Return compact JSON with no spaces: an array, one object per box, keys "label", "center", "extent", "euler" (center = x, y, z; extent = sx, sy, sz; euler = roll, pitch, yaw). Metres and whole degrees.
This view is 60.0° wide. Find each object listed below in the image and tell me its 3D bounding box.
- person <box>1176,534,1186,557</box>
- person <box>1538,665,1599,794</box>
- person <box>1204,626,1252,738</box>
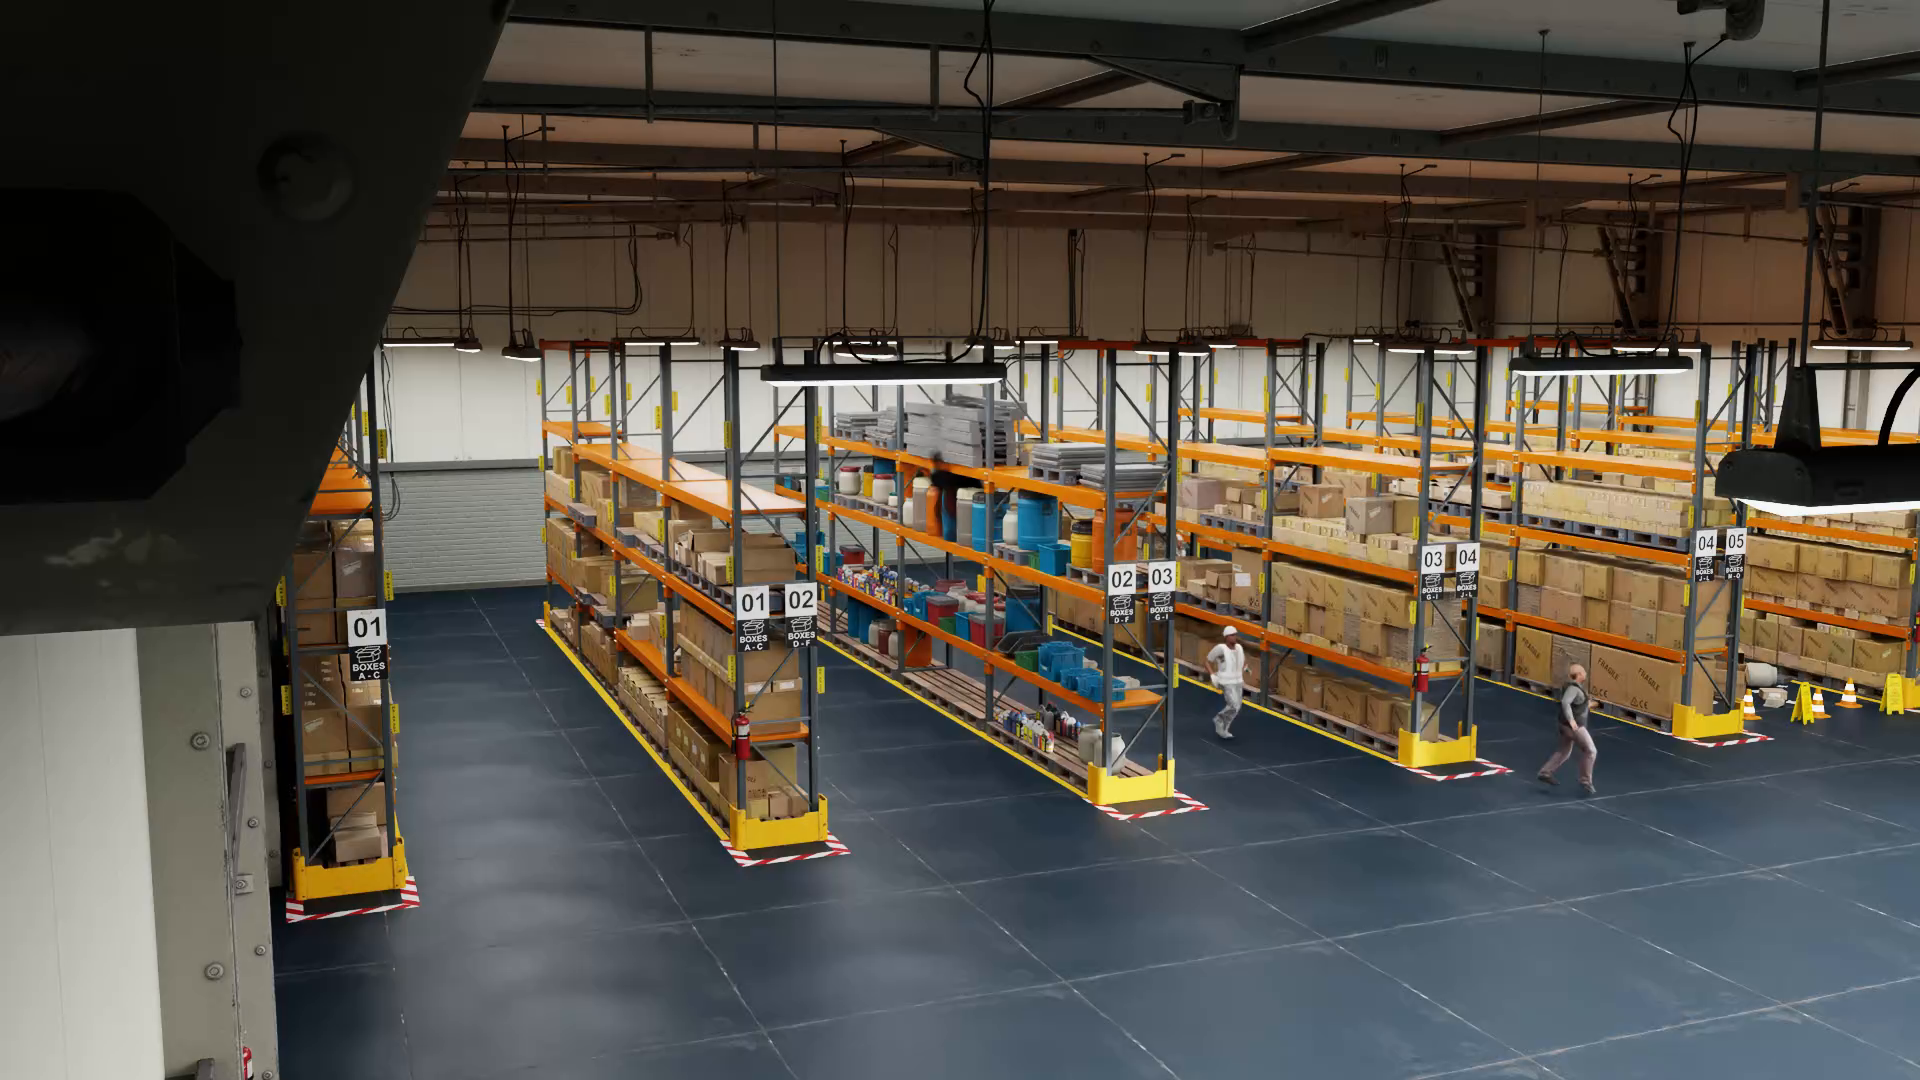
[{"label":"person","center":[4.659,0.757,36.075],"extent":[0.610,1.805,0.889],"euler":[-3,8,-24]},{"label":"person","center":[8.284,2.542,22.576],"extent":[0.795,1.722,0.664],"euler":[0,7,2]},{"label":"person","center":[4.140,2.178,25.260],"extent":[0.681,1.739,0.624],"euler":[-6,9,-37]}]
